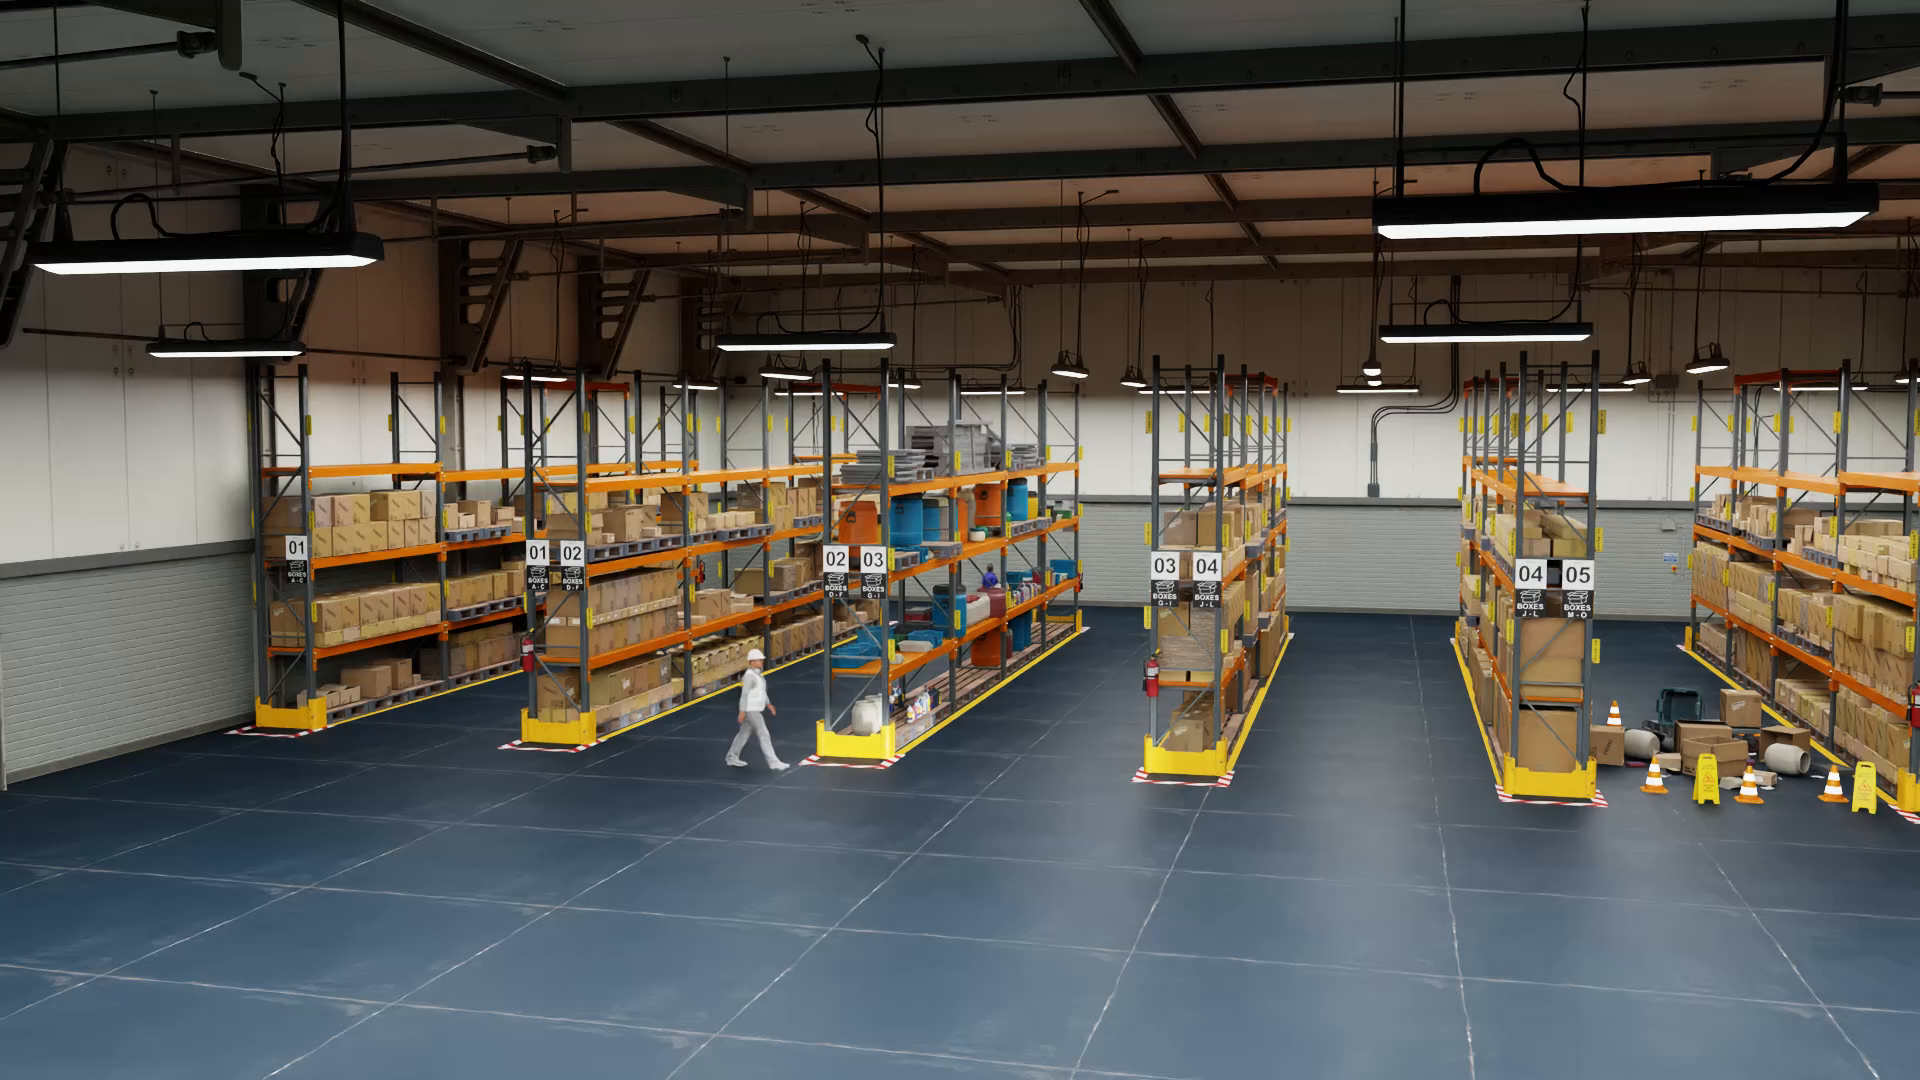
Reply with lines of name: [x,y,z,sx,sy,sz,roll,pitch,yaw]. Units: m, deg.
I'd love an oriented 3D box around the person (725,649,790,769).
person: [-2.945,2.448,24.204,0.977,1.719,0.551,0,4,1]

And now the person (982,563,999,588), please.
person: [0.716,1.393,40.455,0.507,1.655,0.493,4,5,43]

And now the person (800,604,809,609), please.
person: [-4.059,1.251,42.857,0.556,1.600,0.721,2,4,27]
